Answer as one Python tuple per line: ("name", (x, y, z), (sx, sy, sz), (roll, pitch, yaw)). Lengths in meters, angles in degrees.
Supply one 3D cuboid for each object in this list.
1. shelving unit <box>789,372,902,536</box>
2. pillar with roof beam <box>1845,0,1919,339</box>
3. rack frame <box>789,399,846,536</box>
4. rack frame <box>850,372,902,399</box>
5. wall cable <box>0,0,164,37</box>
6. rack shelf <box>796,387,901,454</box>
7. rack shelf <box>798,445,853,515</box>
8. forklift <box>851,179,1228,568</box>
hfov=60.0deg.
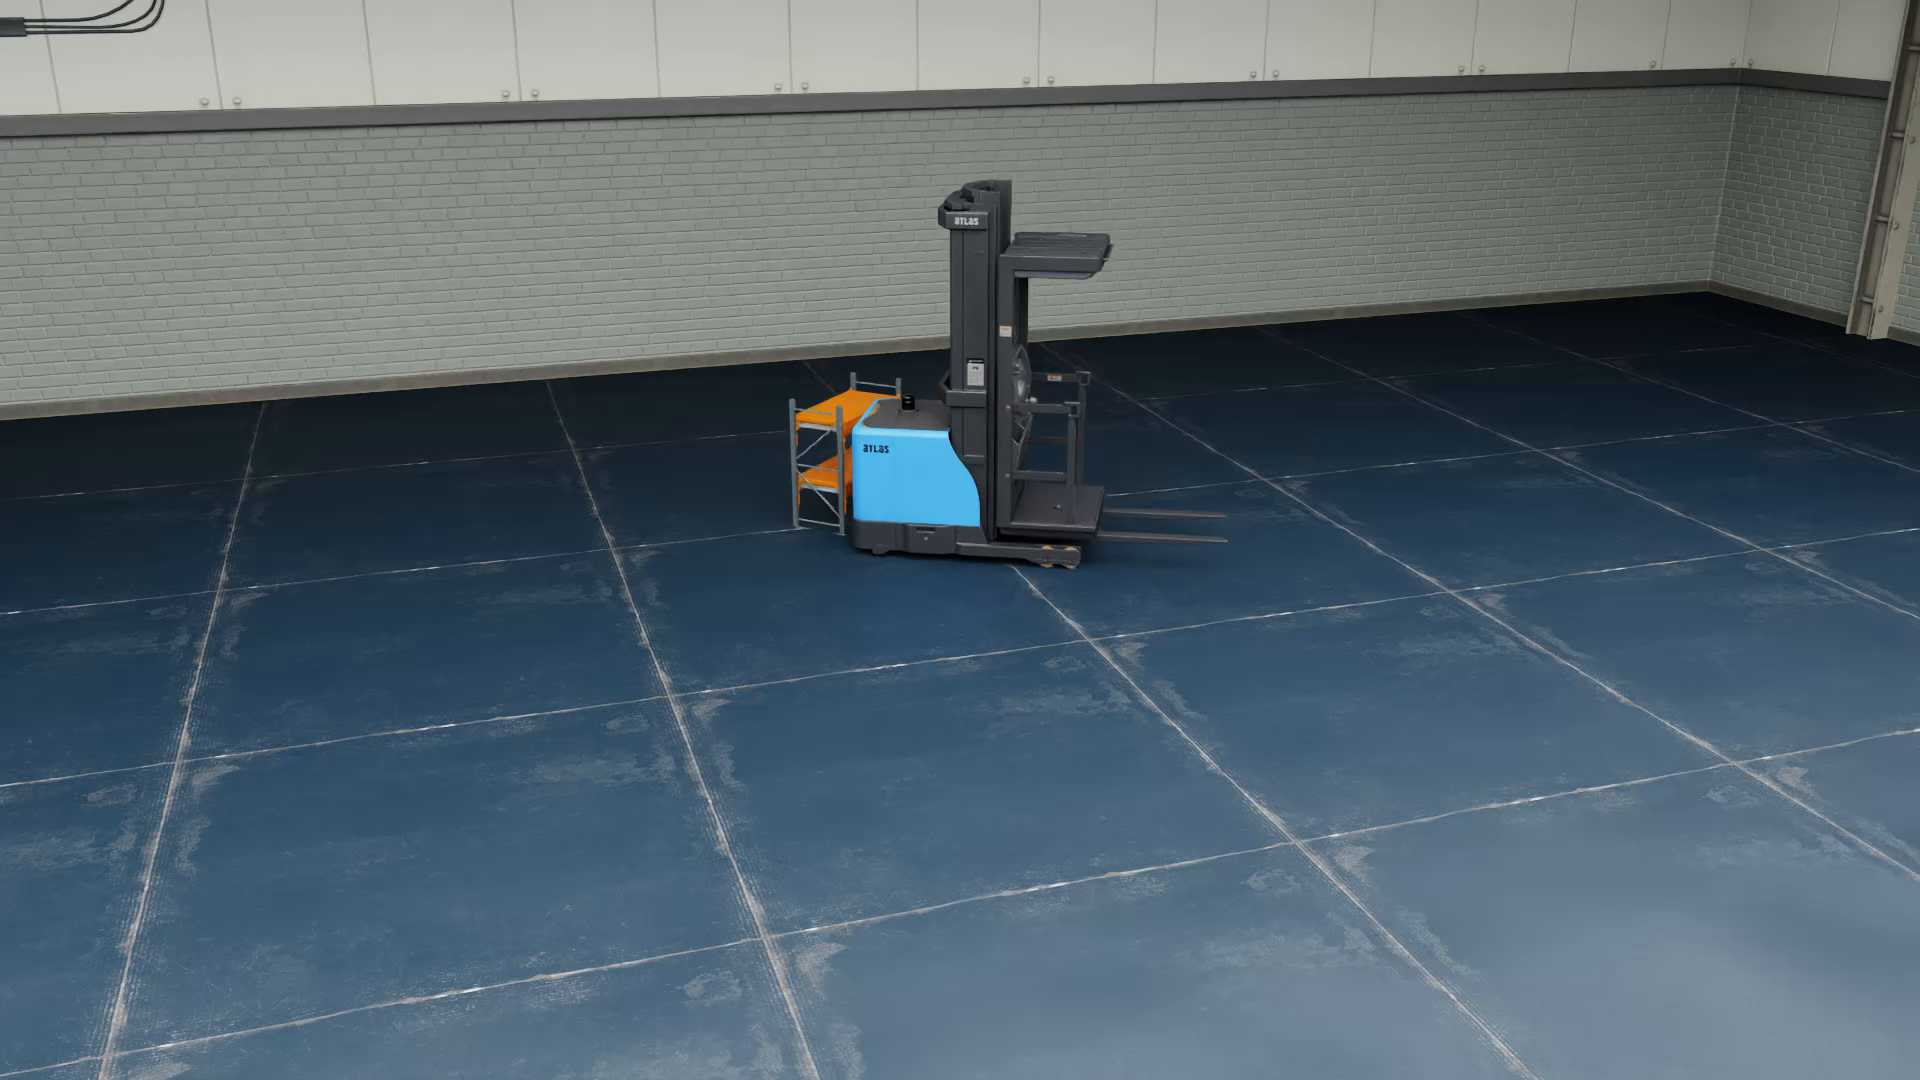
("shelving unit", (-0.968, -0.759, 14.367), (0.538, 1.125, 1.048), (10, 22, 25))
("pillar with roof beam", (7.461, -6.386, 18.384), (9.100, 9.000, 0.400), (-6, 21, -17))
("rack frame", (-1.194, -0.606, 13.939), (0.500, 1.125, 0.032), (10, 22, 25))
("rack frame", (-0.741, -0.913, 14.795), (0.500, 1.125, 0.032), (10, 22, 25))
("wall cable", (-9.009, -7.187, 15.582), (2.305, 6.003, 0.169), (-6, 21, -17))
("rack shelf", (-0.968, -1.035, 14.268), (0.538, 0.278, 1.000), (10, 22, 25))
("rack shelf", (-0.968, -0.529, 14.449), (0.538, 0.278, 1.000), (10, 22, 25))
("forklift", (0.681, -1.345, 13.325), (3.031, 2.935, 1.130), (3, 20, 8))
